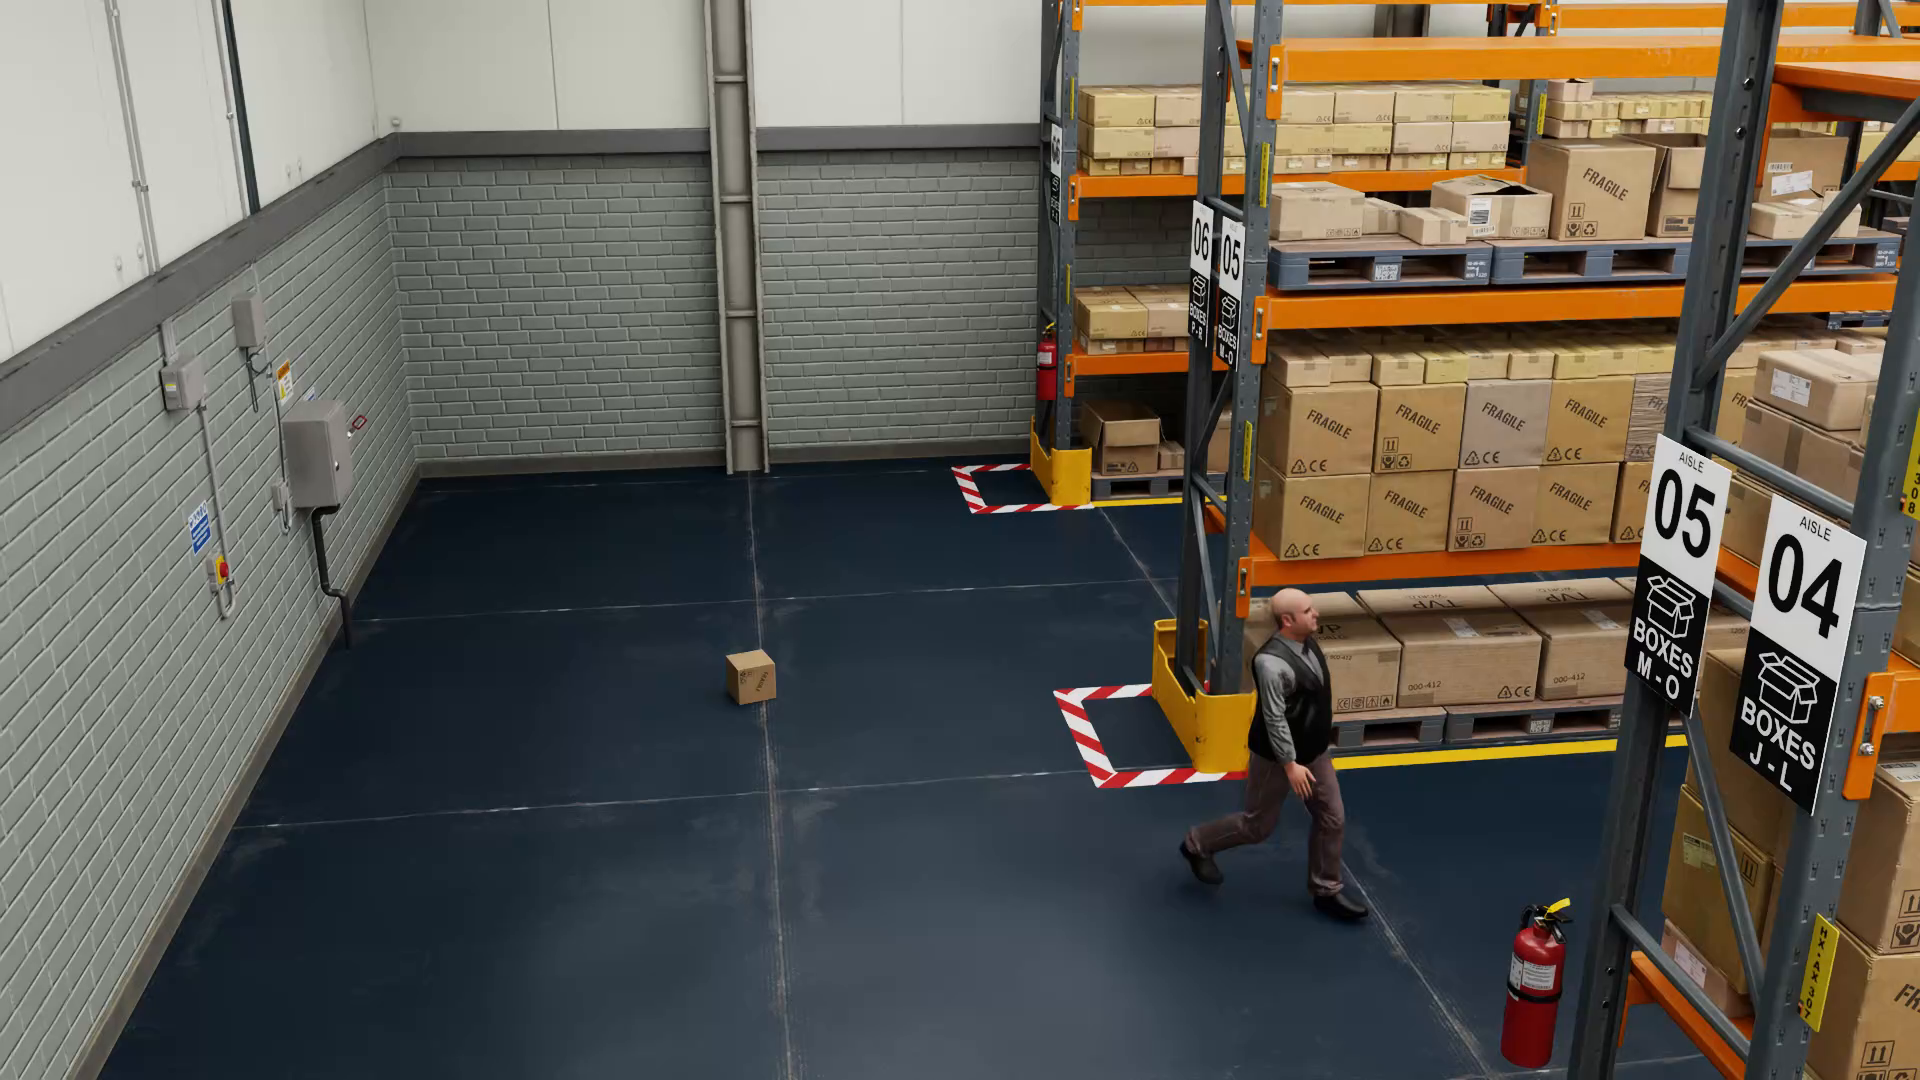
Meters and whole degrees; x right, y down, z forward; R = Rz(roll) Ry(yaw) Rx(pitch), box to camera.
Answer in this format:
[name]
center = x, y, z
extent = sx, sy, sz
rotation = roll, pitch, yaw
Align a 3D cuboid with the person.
[person]
center = 1.601, 1.036, 8.231
extent = 0.967, 1.685, 0.523
rotation = 16, 25, 37
